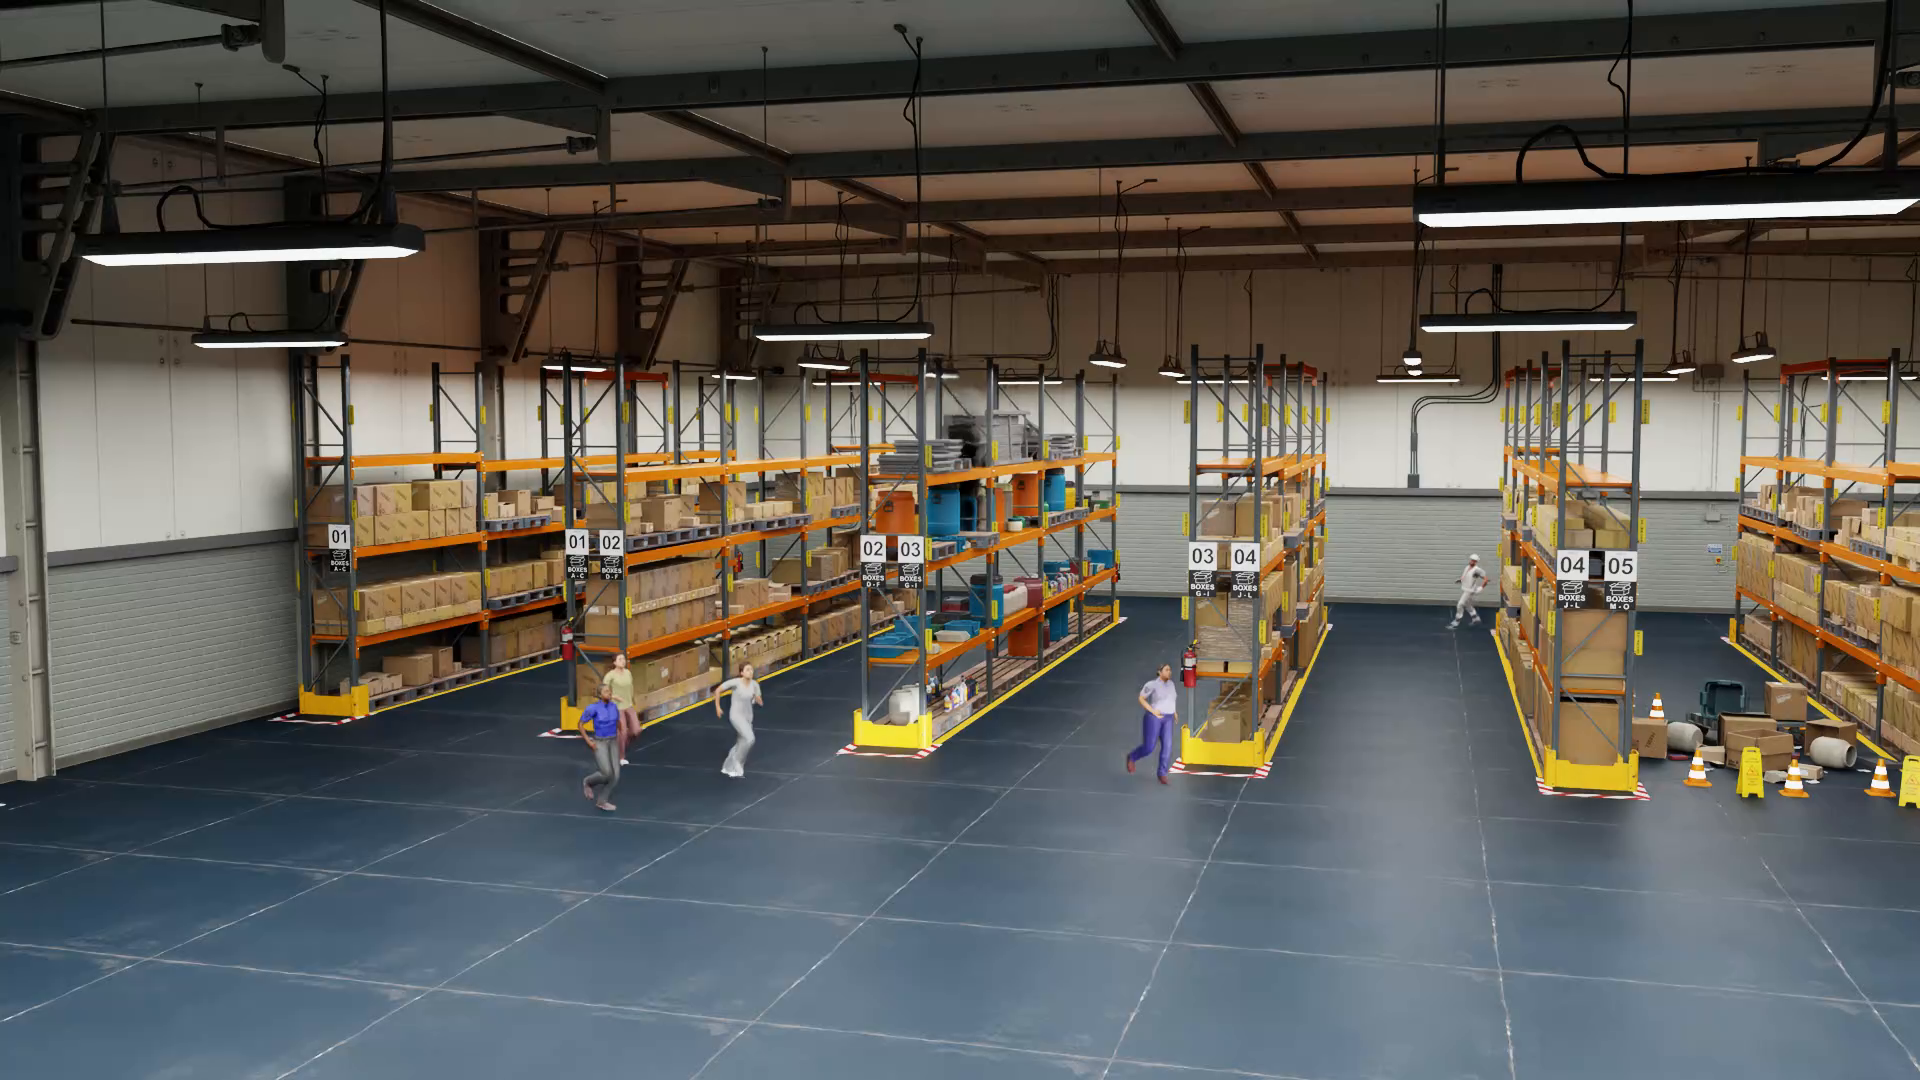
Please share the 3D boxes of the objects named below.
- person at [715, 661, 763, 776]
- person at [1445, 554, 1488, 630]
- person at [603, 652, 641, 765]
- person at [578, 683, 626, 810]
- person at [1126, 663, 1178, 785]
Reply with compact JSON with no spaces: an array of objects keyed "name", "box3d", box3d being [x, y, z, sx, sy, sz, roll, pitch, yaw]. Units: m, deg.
[{"name":"person","box3d":[-2.995,2.463,22.794,0.742,1.616,0.598,4,6,45]},{"name":"person","box3d":[11.798,1.207,38.684,0.932,1.767,0.709,-1,4,-9]},{"name":"person","box3d":[-4.831,2.405,23.769,0.574,1.623,0.552,-4,6,-45]},{"name":"person","box3d":[-4.495,2.623,21.083,0.501,1.613,0.625,4,6,39]},{"name":"person","box3d":[2.753,2.489,22.829,0.680,1.605,0.870,-2,5,-29]}]
